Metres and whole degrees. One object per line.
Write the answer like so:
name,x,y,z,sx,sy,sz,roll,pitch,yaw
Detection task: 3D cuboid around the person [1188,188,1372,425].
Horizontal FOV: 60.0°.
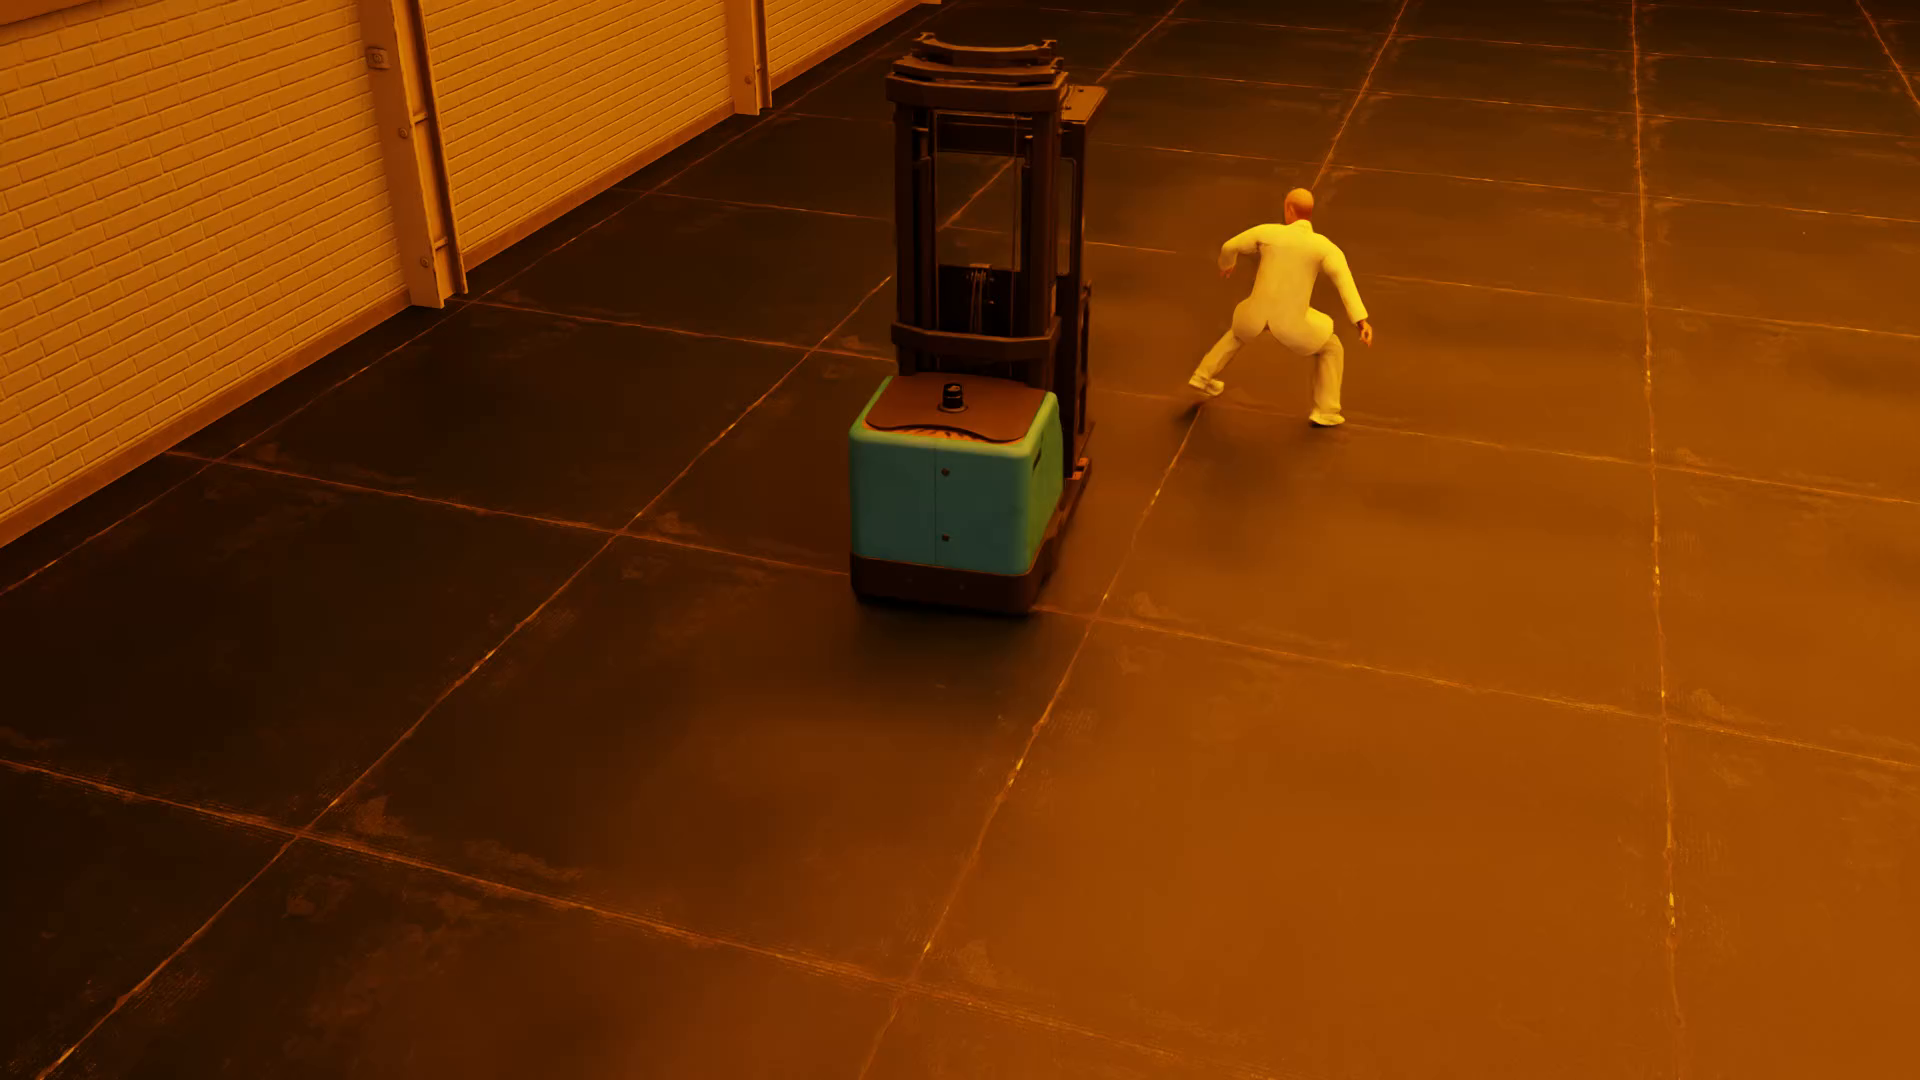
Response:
person,2.232,-1.518,11.215,1.223,1.684,0.571,18,34,28

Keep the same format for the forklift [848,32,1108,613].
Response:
forklift,0.232,-1.582,9.912,1.130,2.935,3.031,7,30,12
